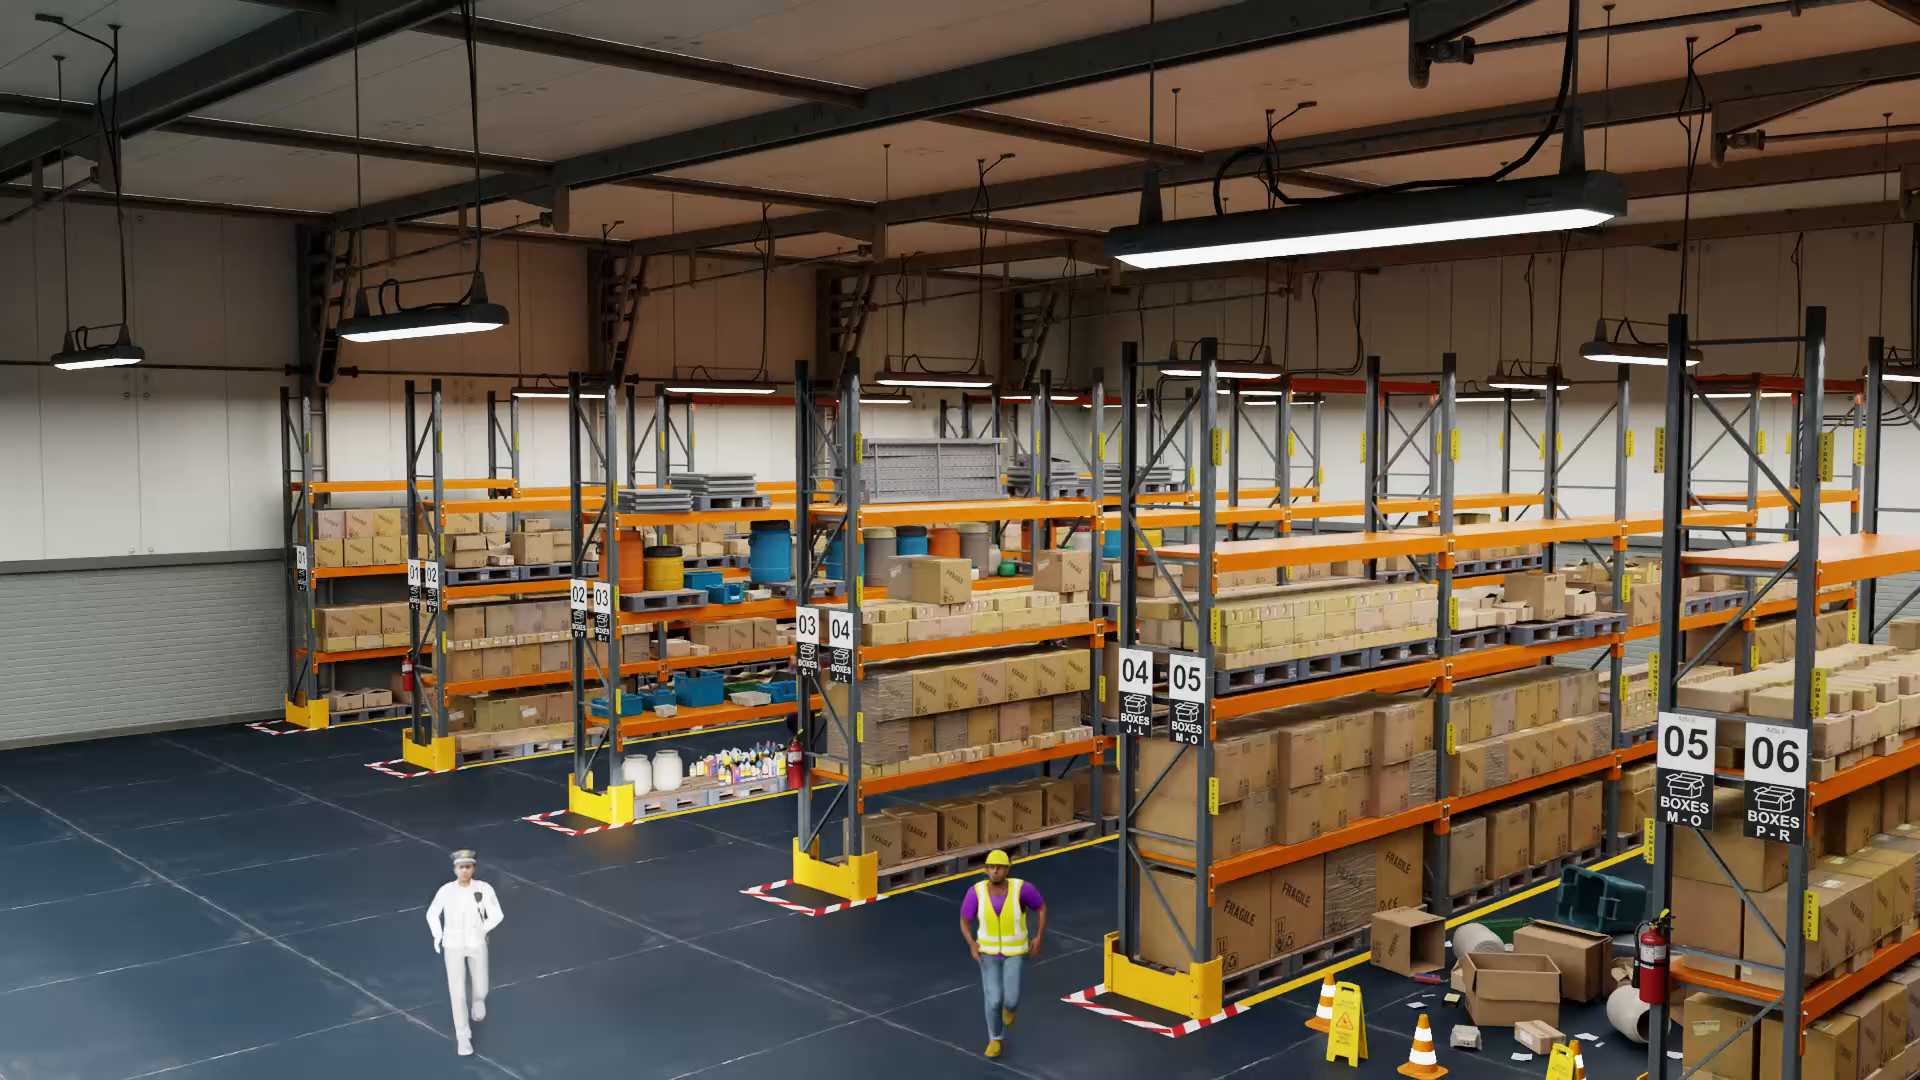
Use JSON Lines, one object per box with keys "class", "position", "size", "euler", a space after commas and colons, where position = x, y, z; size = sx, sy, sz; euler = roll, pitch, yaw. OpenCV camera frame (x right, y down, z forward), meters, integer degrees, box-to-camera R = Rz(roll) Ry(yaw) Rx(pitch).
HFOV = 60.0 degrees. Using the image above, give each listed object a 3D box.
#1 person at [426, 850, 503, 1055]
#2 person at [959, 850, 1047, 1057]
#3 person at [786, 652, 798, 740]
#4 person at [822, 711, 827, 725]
{"class": "person", "position": [-4.190, 3.431, 14.081], "size": [0.625, 1.660, 0.767], "euler": [-1, 4, -15]}
{"class": "person", "position": [0.350, 3.427, 13.843], "size": [0.727, 1.726, 0.602], "euler": [0, 4, 6]}
{"class": "person", "position": [-2.661, 2.640, 26.882], "size": [0.670, 1.653, 0.592], "euler": [-3, 5, -43]}
{"class": "person", "position": [-1.964, 2.579, 27.173], "size": [0.646, 1.714, 0.677], "euler": [3, 5, 42]}
